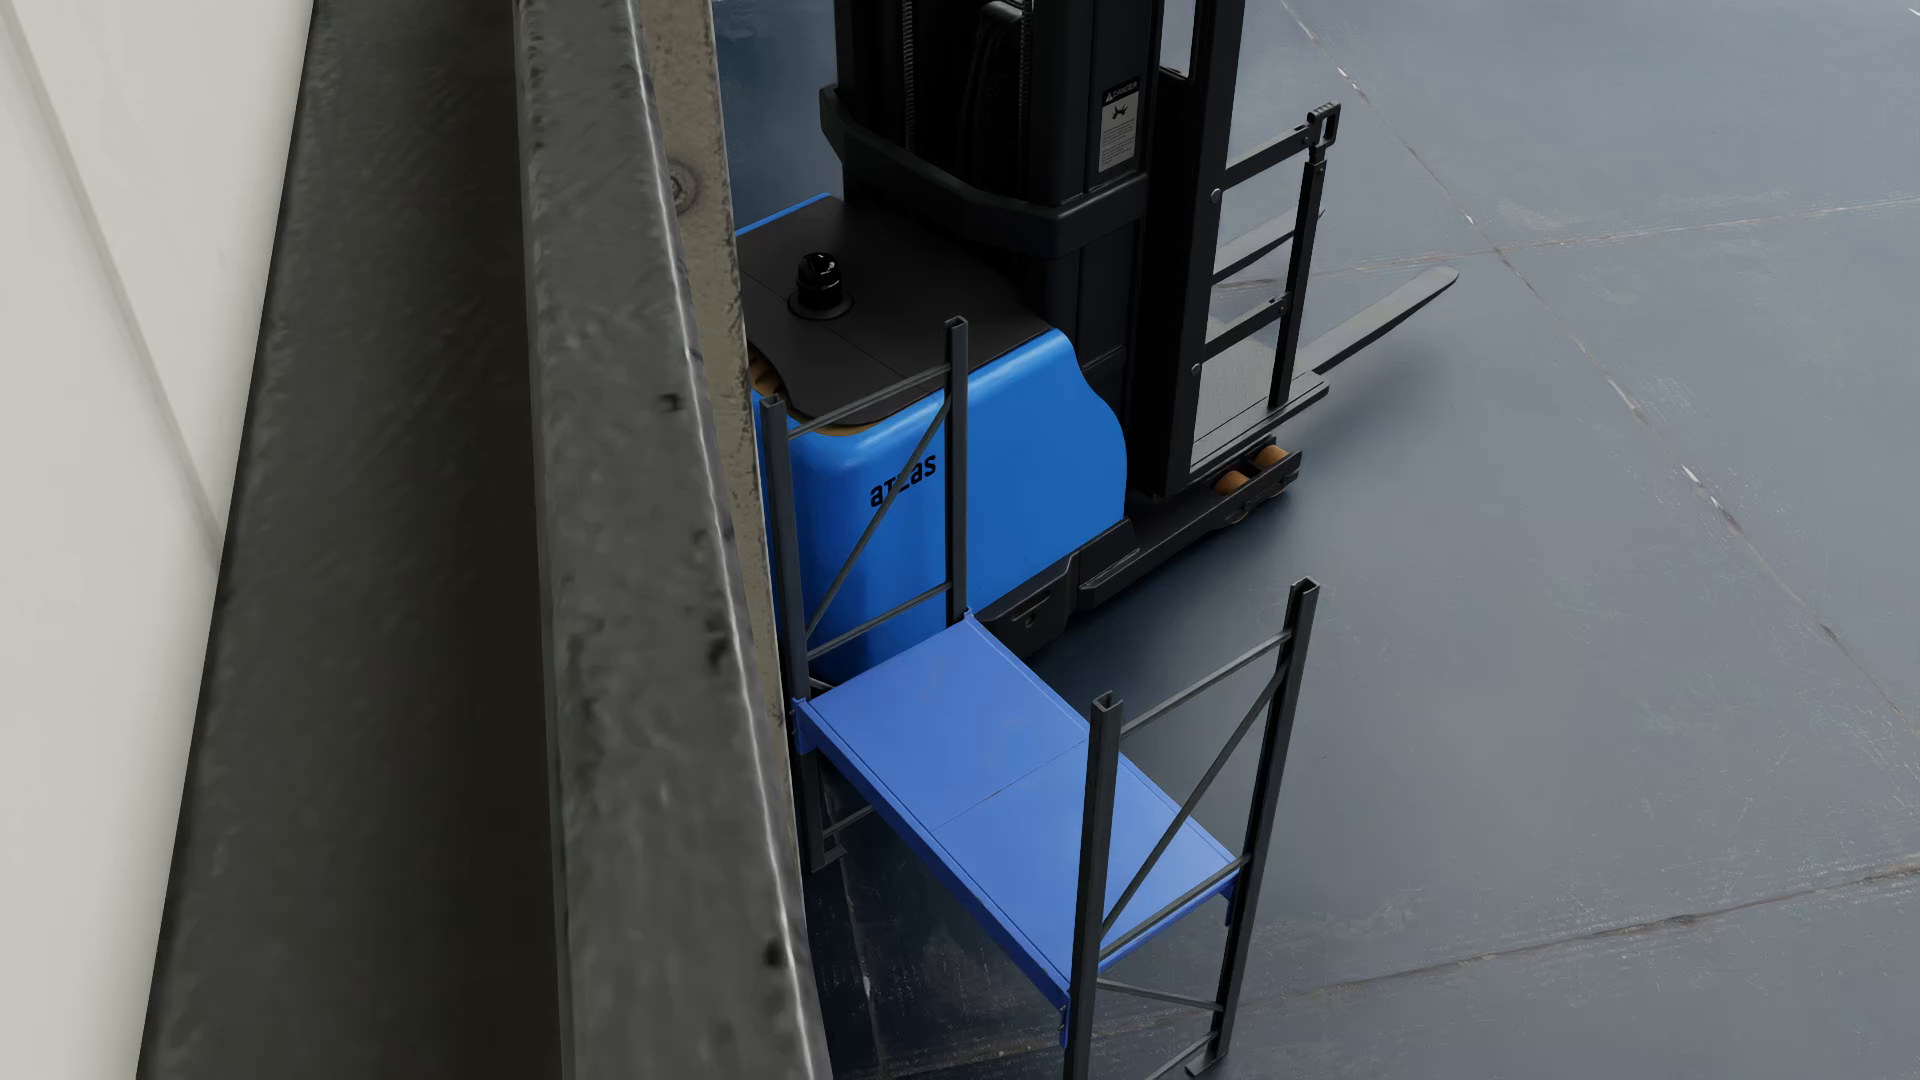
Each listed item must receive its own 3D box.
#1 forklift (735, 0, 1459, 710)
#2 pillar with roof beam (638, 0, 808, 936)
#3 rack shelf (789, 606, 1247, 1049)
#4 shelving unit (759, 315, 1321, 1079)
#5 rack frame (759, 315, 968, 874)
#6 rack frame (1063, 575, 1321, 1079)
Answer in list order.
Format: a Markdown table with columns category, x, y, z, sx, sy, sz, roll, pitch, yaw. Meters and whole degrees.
| category | x | y | z | sx | sy | sz | roll | pitch | yaw |
| --- | --- | --- | --- | --- | --- | --- | --- | --- | --- |
| forklift | 0.464 | -1.379 | 4.596 | 3.031 | 2.935 | 1.130 | -31 | 50 | -30 |
| pillar with roof beam | 3.726 | -2.694 | 1.507 | 9.100 | 9.000 | 0.400 | -8 | 42 | -9 |
| rack shelf | 0.115 | 0.596 | 3.720 | 0.538 | 0.185 | 1.000 | -27 | 48 | -27 |
| shelving unit | 0.115 | 0.461 | 3.601 | 0.538 | 1.500 | 1.048 | -27 | 48 | -27 |
| rack frame | -0.191 | 0.192 | 3.904 | 0.500 | 1.500 | 0.032 | -27 | 48 | -27 |
| rack frame | 0.422 | 0.731 | 3.297 | 0.500 | 1.500 | 0.032 | -27 | 48 | -27 |
